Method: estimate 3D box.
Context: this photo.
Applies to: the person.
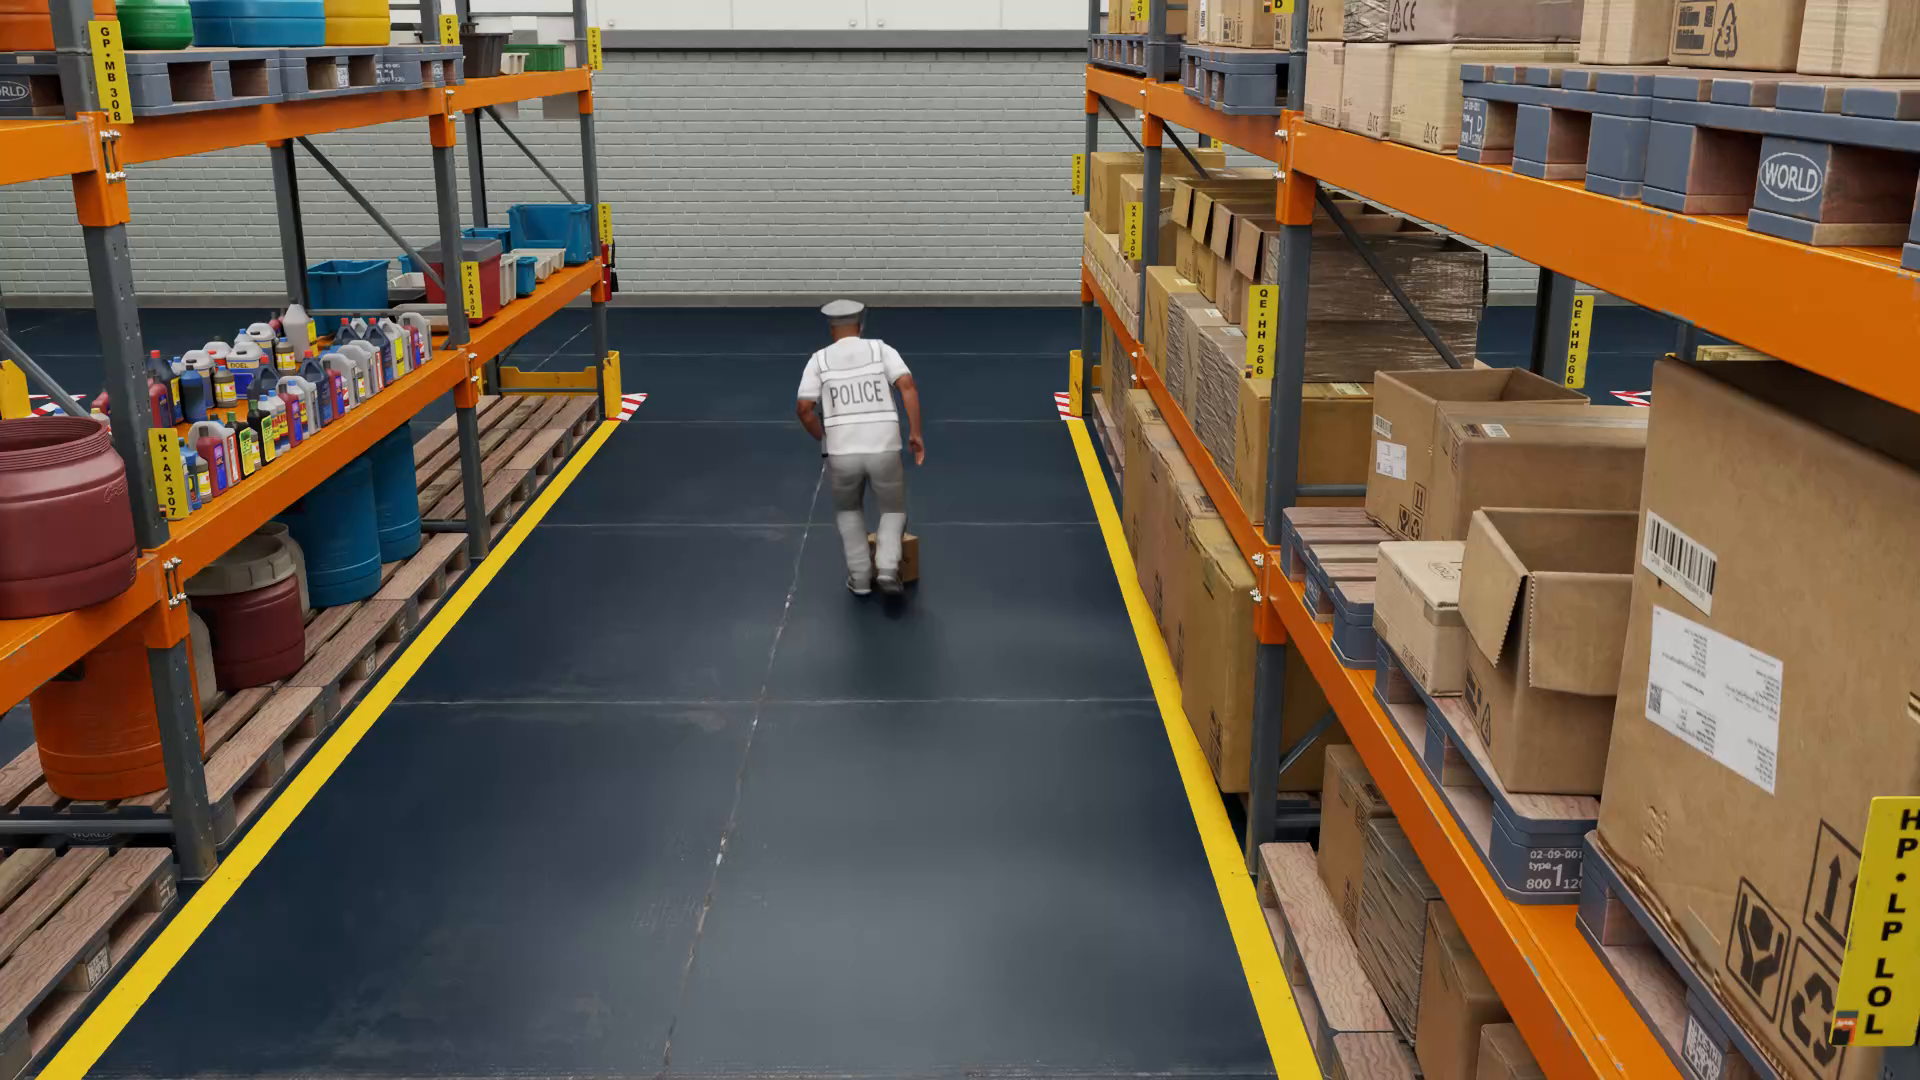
[{"bbox_3d":[-0.554,-0.480,9.324,0.712,1.630,0.791,-1,17,-5],"label":"person"}]
